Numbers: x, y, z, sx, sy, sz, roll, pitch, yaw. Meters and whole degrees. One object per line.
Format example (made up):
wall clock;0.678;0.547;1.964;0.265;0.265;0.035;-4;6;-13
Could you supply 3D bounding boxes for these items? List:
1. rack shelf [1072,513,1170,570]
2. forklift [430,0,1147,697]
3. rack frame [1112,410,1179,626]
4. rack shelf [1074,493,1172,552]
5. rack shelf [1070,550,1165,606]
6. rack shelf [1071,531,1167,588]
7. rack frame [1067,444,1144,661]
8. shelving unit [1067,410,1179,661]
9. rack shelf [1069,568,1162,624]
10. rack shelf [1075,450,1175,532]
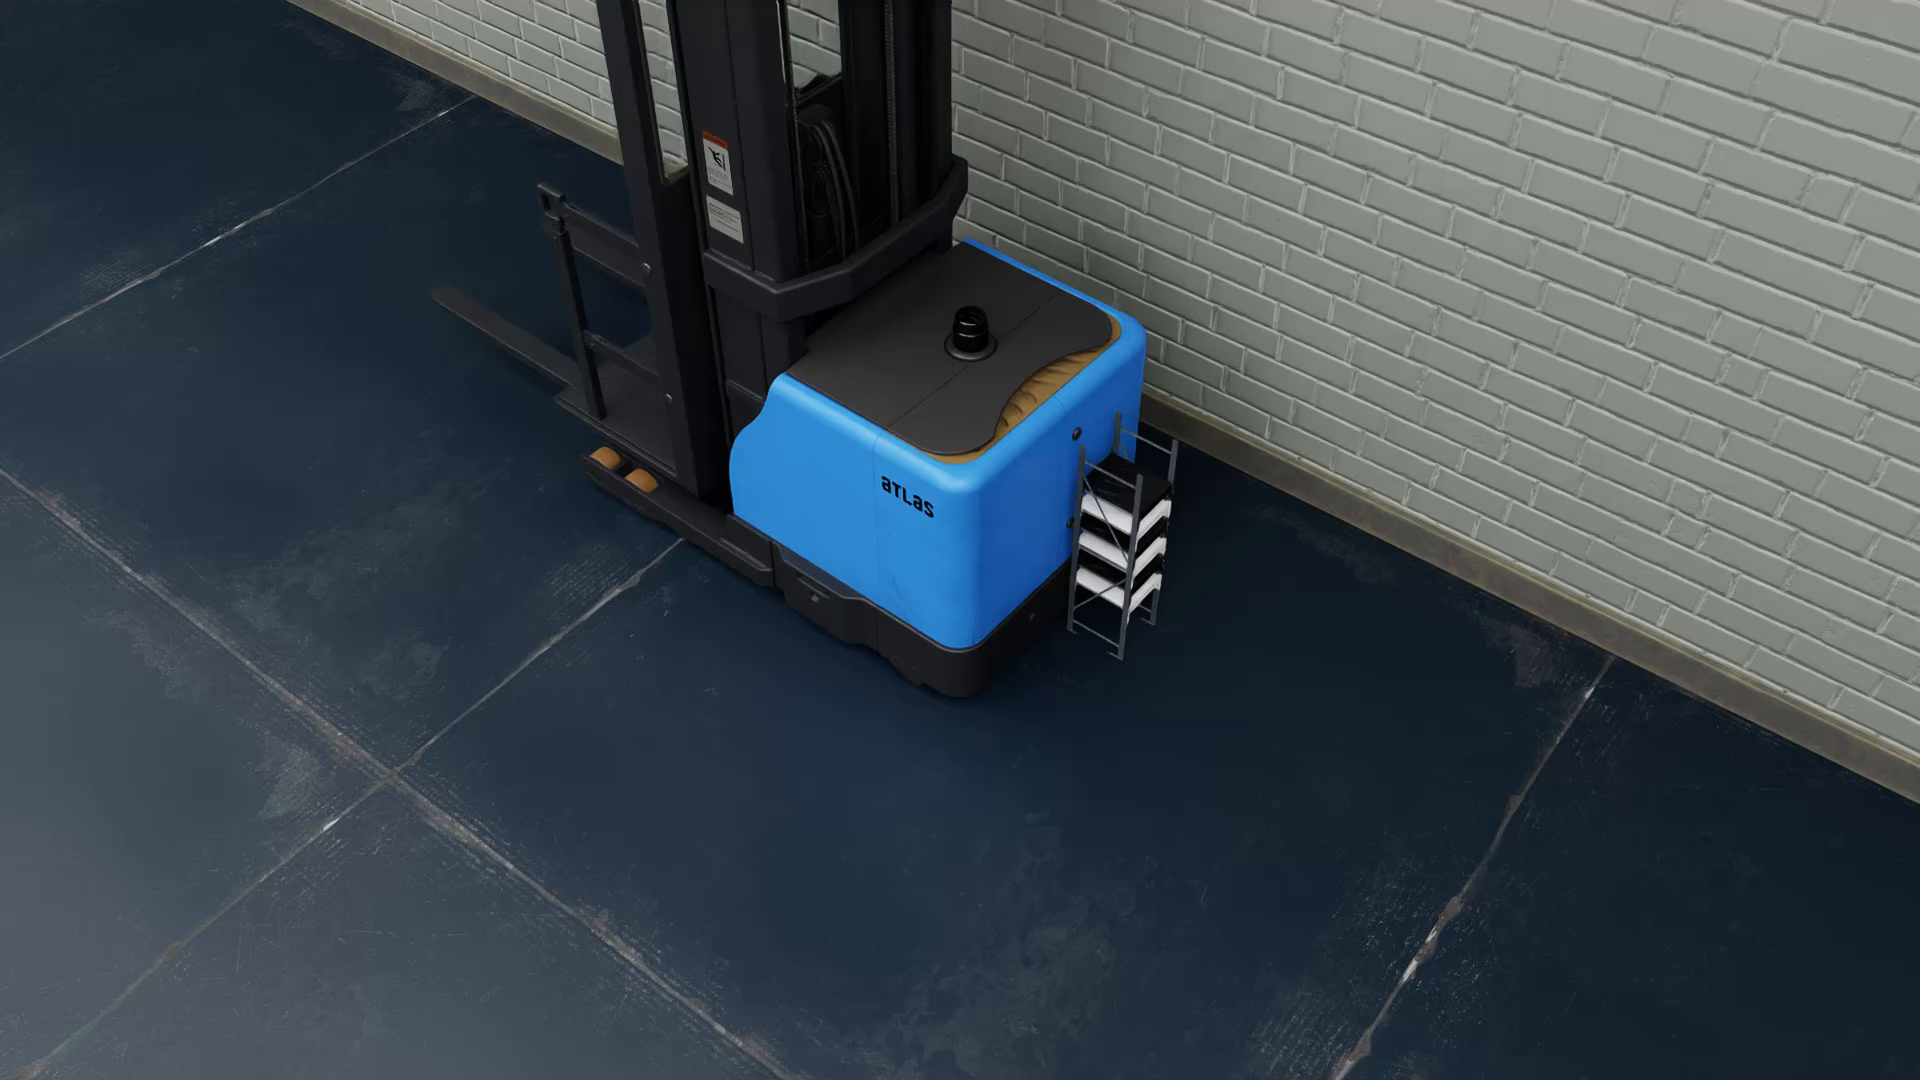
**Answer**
rack shelf;0.540;-0.037;5.585;0.258;0.077;0.200;30;53;25
forklift;-0.830;-1.384;5.545;3.031;2.935;1.130;31;54;26
rack frame;0.603;-0.056;5.681;0.240;0.900;0.006;30;53;25
rack shelf;0.540;-0.100;5.520;0.258;0.077;0.200;30;53;25
rack shelf;0.540;0.087;5.715;0.258;0.077;0.200;30;53;25
rack shelf;0.540;0.025;5.650;0.258;0.077;0.200;30;53;25
rack frame;0.478;0.060;5.571;0.240;0.900;0.006;30;53;25
shelving unit;0.540;0.002;5.626;0.258;0.900;0.210;30;53;25
rack shelf;0.540;0.149;5.780;0.258;0.077;0.200;30;53;25
rack shelf;0.540;-0.162;5.455;0.258;0.077;0.200;30;53;25
